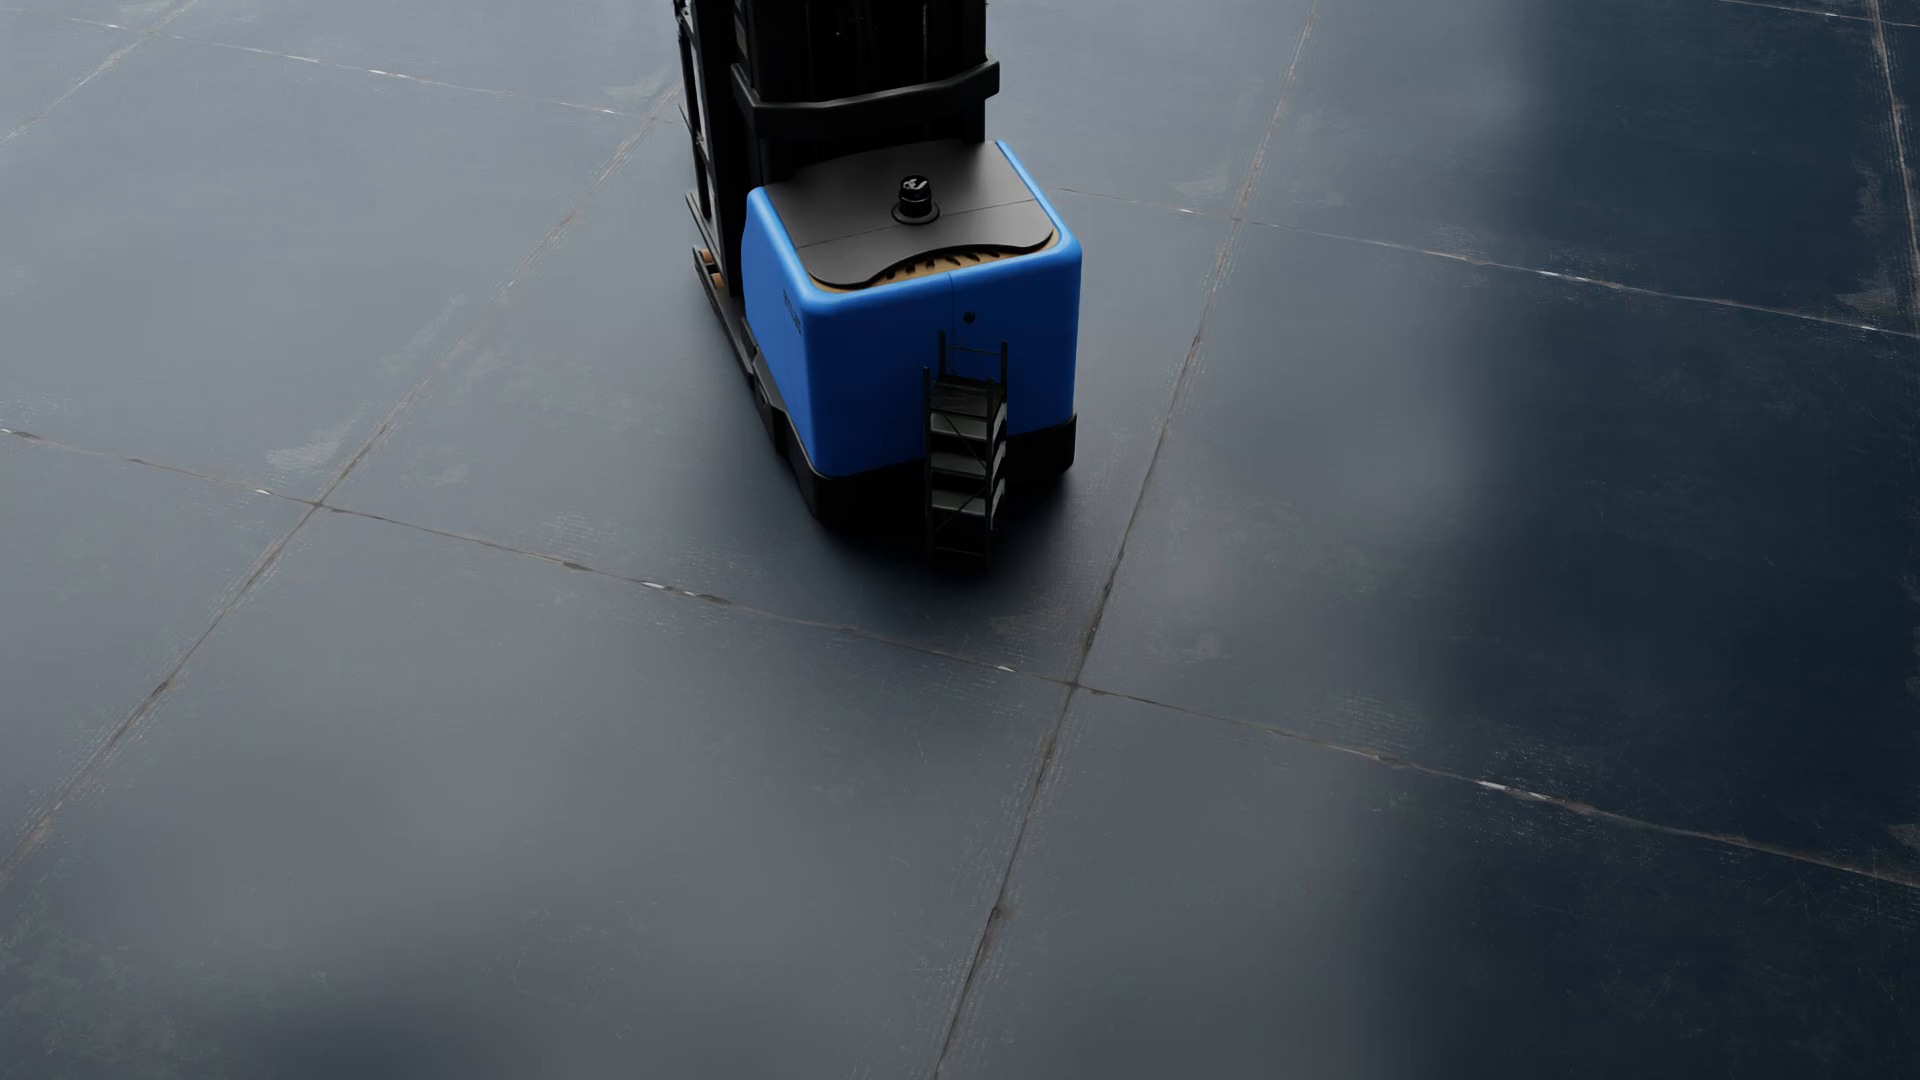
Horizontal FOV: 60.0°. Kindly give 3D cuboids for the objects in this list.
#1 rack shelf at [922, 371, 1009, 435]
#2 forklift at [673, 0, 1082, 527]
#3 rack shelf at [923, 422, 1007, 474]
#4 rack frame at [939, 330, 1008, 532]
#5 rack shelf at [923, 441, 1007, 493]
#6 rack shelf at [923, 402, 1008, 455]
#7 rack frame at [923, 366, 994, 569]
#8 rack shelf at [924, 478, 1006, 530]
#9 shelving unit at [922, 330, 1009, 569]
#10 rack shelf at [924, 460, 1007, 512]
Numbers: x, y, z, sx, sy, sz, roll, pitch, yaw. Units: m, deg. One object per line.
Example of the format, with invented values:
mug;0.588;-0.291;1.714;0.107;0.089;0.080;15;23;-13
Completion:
rack shelf;0.020;-0.474;5.753;0.258;0.077;0.200;10;45;10
forklift;-0.539;-2.143;6.344;1.130;2.935;3.031;-14;46;-14
rack shelf;0.020;-0.345;5.878;0.258;0.077;0.200;10;45;10
rack frame;0.045;-0.374;5.988;0.240;0.900;0.006;10;45;10
rack shelf;0.020;-0.281;5.941;0.258;0.077;0.200;10;45;10
rack shelf;0.020;-0.410;5.816;0.258;0.077;0.200;10;45;10
rack frame;-0.005;-0.236;5.848;0.240;0.900;0.006;10;45;10
rack shelf;0.020;-0.152;6.067;0.258;0.077;0.200;10;45;10
shelving unit;0.020;-0.305;5.918;0.258;0.900;0.210;10;45;10
rack shelf;0.020;-0.217;6.004;0.258;0.077;0.200;10;45;10
